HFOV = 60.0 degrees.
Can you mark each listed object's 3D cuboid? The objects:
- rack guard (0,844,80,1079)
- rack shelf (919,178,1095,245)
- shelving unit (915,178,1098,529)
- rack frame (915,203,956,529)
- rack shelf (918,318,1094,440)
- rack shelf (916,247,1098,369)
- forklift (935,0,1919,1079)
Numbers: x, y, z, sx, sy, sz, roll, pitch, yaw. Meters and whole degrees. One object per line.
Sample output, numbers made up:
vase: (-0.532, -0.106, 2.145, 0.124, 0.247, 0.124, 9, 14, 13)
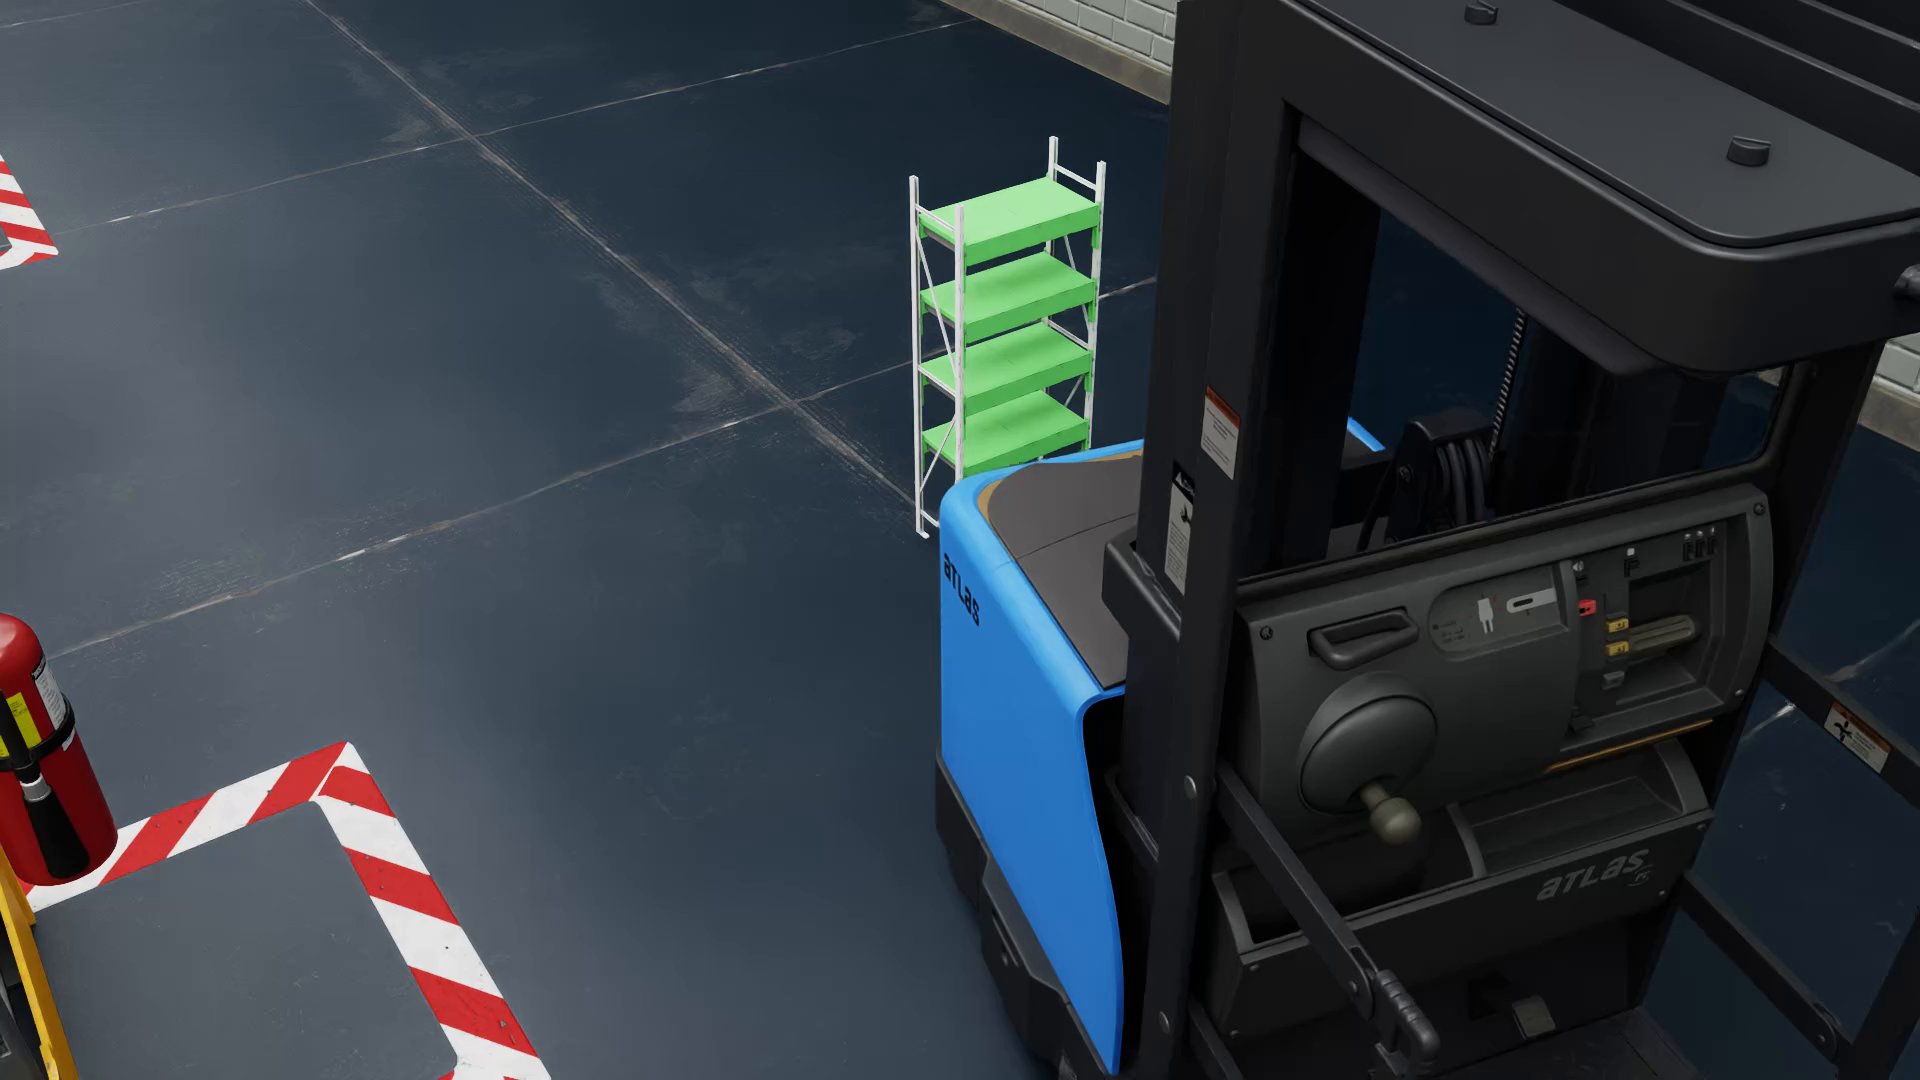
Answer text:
rack guard: (-2.085, 0.991, 3.444, 0.348, 0.500, 1.175, -22, 41, -28)
rack shelf: (0.135, -0.924, 4.703, 0.457, 0.021, 0.221, -22, 41, -28)
shelving unit: (0.132, -0.542, 4.975, 0.487, 1.046, 0.258, -22, 41, -28)
rack frame: (-0.064, -0.460, 4.862, 0.006, 1.046, 0.228, -22, 41, -28)
rack shelf: (0.135, -0.491, 5.014, 0.480, 0.148, 0.258, -22, 41, -28)
rack shelf: (0.135, -0.686, 4.874, 0.480, 0.148, 0.258, -22, 41, -28)
forklift: (0.935, 0.256, 2.384, 1.130, 2.935, 3.031, -12, 38, -17)
